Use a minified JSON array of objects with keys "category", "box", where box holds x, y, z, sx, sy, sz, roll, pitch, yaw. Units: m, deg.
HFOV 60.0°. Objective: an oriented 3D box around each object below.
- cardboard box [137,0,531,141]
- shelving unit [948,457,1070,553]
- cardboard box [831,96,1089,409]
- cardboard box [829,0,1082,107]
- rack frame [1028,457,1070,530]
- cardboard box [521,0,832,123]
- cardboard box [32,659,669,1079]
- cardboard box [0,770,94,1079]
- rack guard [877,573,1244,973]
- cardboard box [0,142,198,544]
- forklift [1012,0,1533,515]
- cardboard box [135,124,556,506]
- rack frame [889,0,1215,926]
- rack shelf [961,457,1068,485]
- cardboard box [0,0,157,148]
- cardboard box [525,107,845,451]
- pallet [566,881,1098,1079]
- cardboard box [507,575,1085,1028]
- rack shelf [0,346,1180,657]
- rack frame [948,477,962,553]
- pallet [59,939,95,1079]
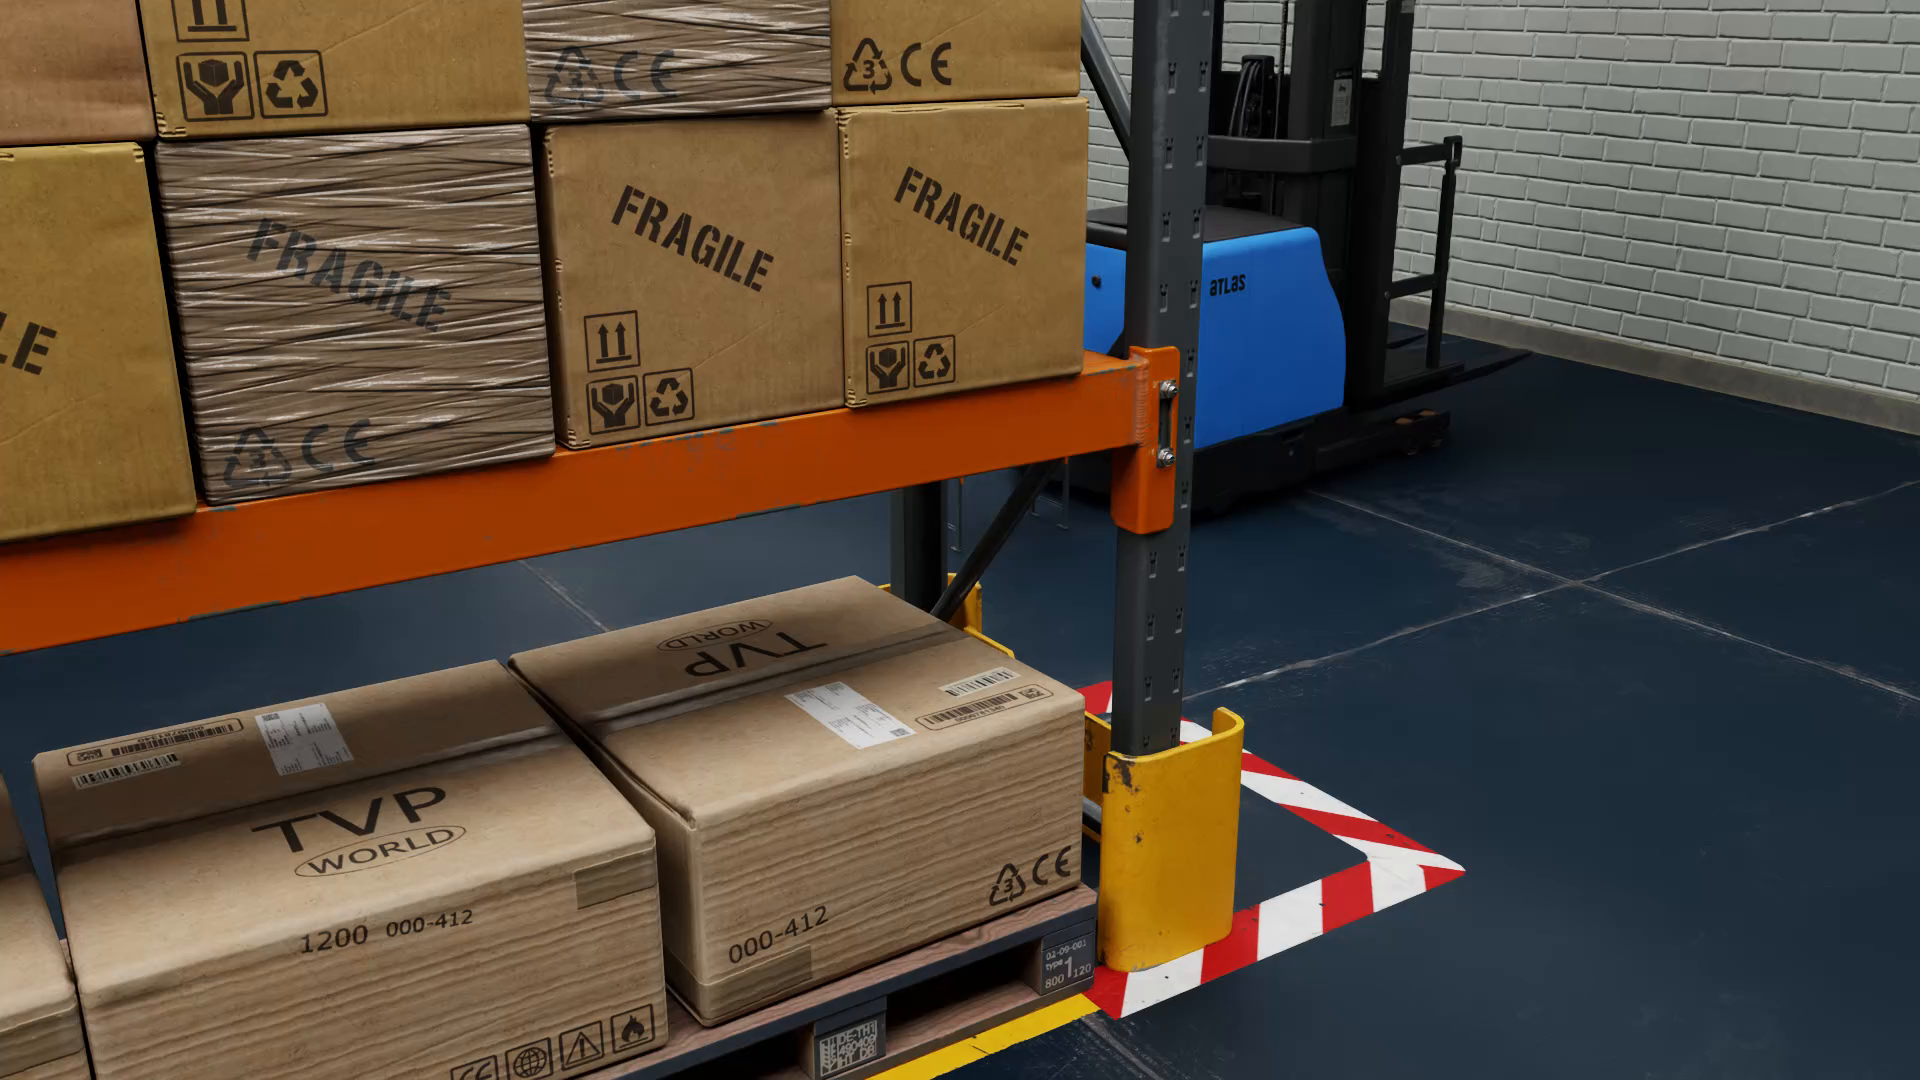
[{"category":"cardboard box","box":[-0.962,-0.863,2.397,0.500,0.500,0.500,-12,22,-32]},{"category":"shelving unit","box":[0.138,-0.598,6.139,0.503,1.200,0.258,-12,22,-31]},{"category":"cardboard box","box":[-0.113,-0.569,3.087,0.500,0.500,0.500,-12,22,-31]},{"category":"cardboard box","box":[-0.127,-1.049,2.948,0.500,0.500,0.500,-11,22,-30]},{"category":"rack frame","box":[0.342,-0.641,6.266,0.015,1.200,0.240,-12,22,-31]},{"category":"cardboard box","box":[-0.548,-0.949,2.652,0.500,0.500,0.500,-12,22,-31]},{"category":"cardboard box","box":[-1.112,0.644,3.000,0.875,0.438,0.875,-11,22,-30]},{"category":"cardboard box","box":[-1.866,0.803,2.532,0.875,0.438,0.875,-13,22,-33]},{"category":"rack guard","box":[0.164,0.503,3.976,0.348,0.500,1.175,-12,22,-31]},{"category":"cardboard box","box":[-1.389,-0.296,2.282,0.500,0.500,0.500,-11,22,-30]},{"category":"forklift","box":[1.563,-1.867,7.192,3.031,2.935,1.130,-17,25,-41]},{"category":"cardboard box","box":[-0.965,-0.391,2.561,0.500,0.500,0.500,-11,22,-30]},{"category":"rack frame","box":[0.144,-0.677,3.563,0.127,3.000,1.000,-12,22,-31]},{"category":"rack shelf","box":[0.138,-0.346,6.224,0.480,0.148,0.258,-12,22,-31]},{"category":"cardboard box","box":[-1.383,-0.775,2.137,0.500,0.500,0.500,-12,22,-32]},{"category":"cardboard box","box":[-0.540,-0.484,2.837,0.500,0.500,0.500,-12,22,-33]},{"category":"pallet","box":[-0.480,0.806,3.532,1.213,0.211,1.003,-12,22,-31]},{"category":"cardboard box","box":[-0.352,0.481,3.484,0.875,0.438,0.875,-13,23,-33]},{"category":"rack shelf","box":[-1.526,0.016,2.637,4.000,0.370,1.077,-12,22,-31]},{"category":"rack frame","box":[-0.066,-0.555,6.012,0.015,1.200,0.240,-12,22,-31]},{"category":"pallet","box":[-1.498,1.019,2.900,1.213,0.211,1.003,-12,22,-31]}]
